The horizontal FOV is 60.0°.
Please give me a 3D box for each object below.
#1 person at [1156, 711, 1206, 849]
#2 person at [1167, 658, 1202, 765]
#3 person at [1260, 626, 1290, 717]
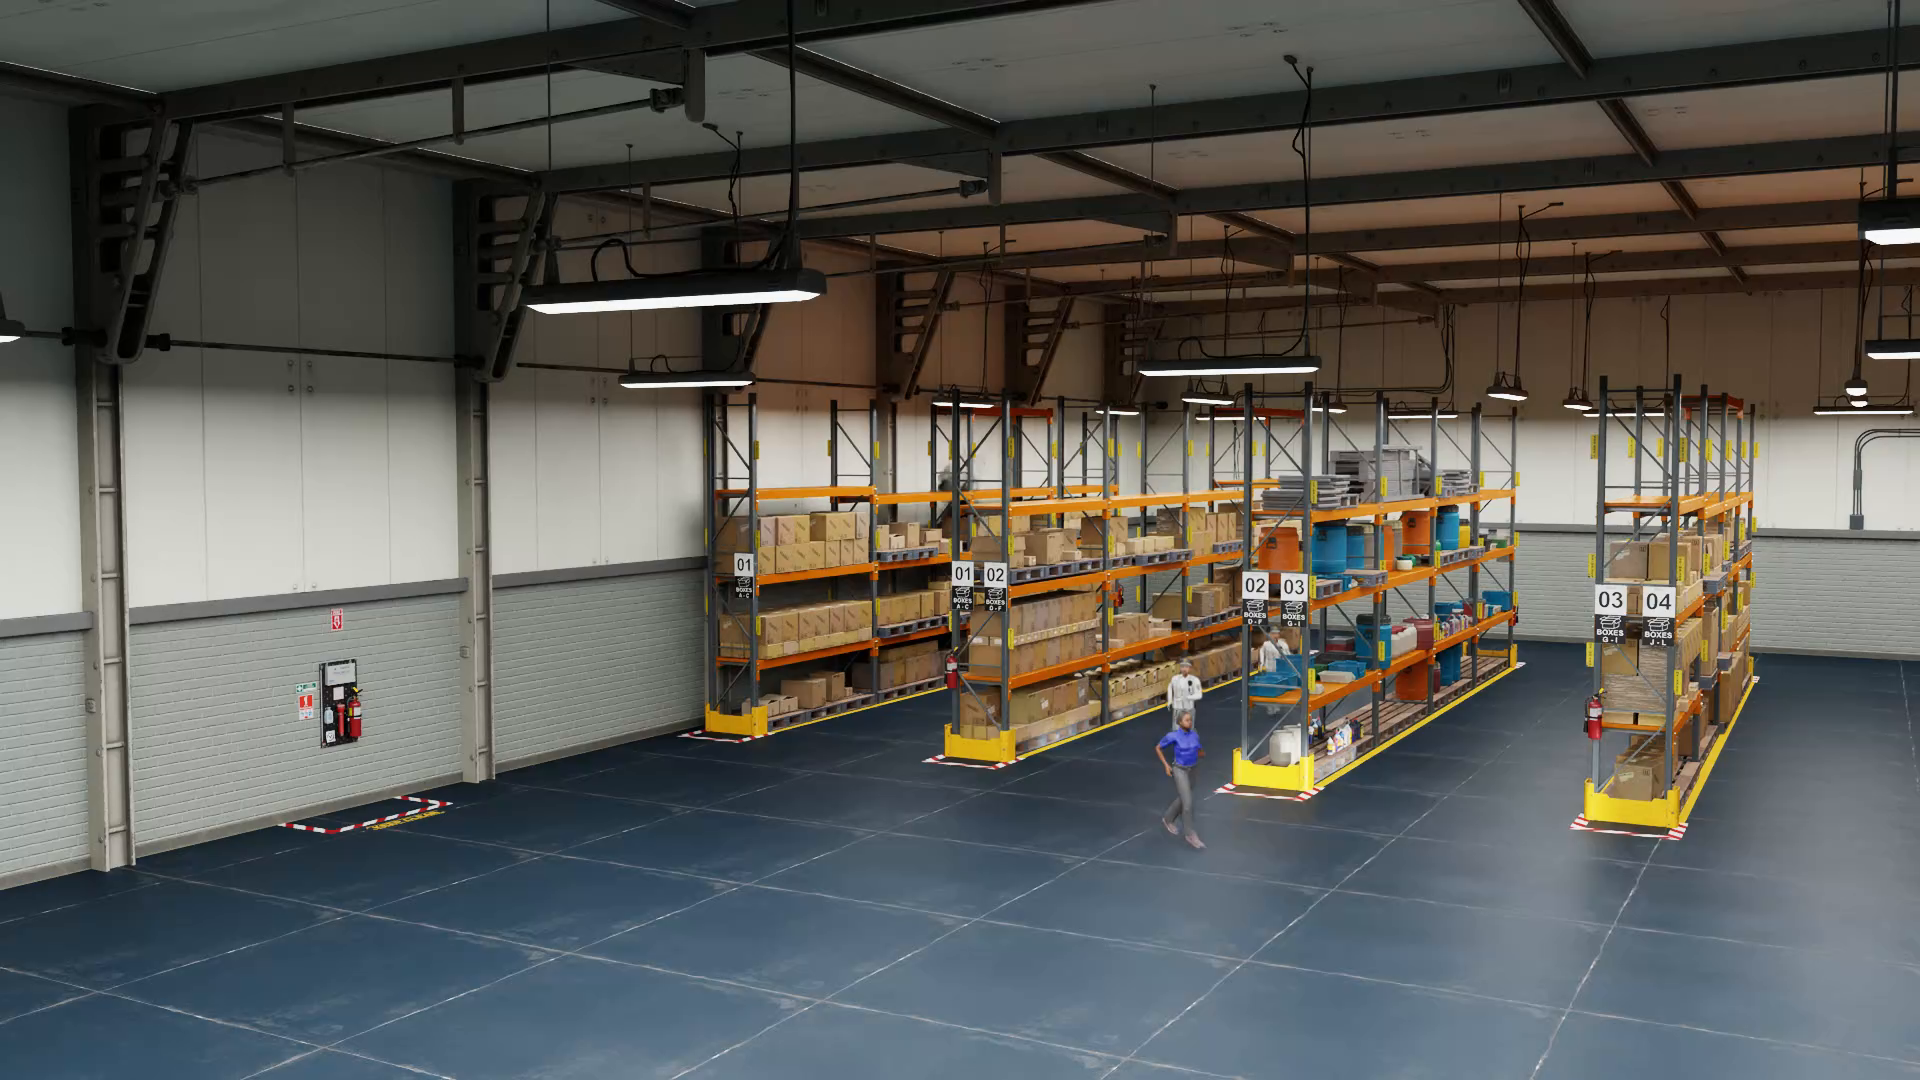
[{"bbox_3d":[2.851,3.022,21.167,0.562,1.665,0.867,-2,4,-36],"label":"person"},{"bbox_3d":[3.566,2.732,26.460,0.580,1.736,0.710,1,3,14],"label":"person"},{"bbox_3d":[5.926,2.470,31.329,0.572,1.714,0.771,1,3,14],"label":"person"}]
